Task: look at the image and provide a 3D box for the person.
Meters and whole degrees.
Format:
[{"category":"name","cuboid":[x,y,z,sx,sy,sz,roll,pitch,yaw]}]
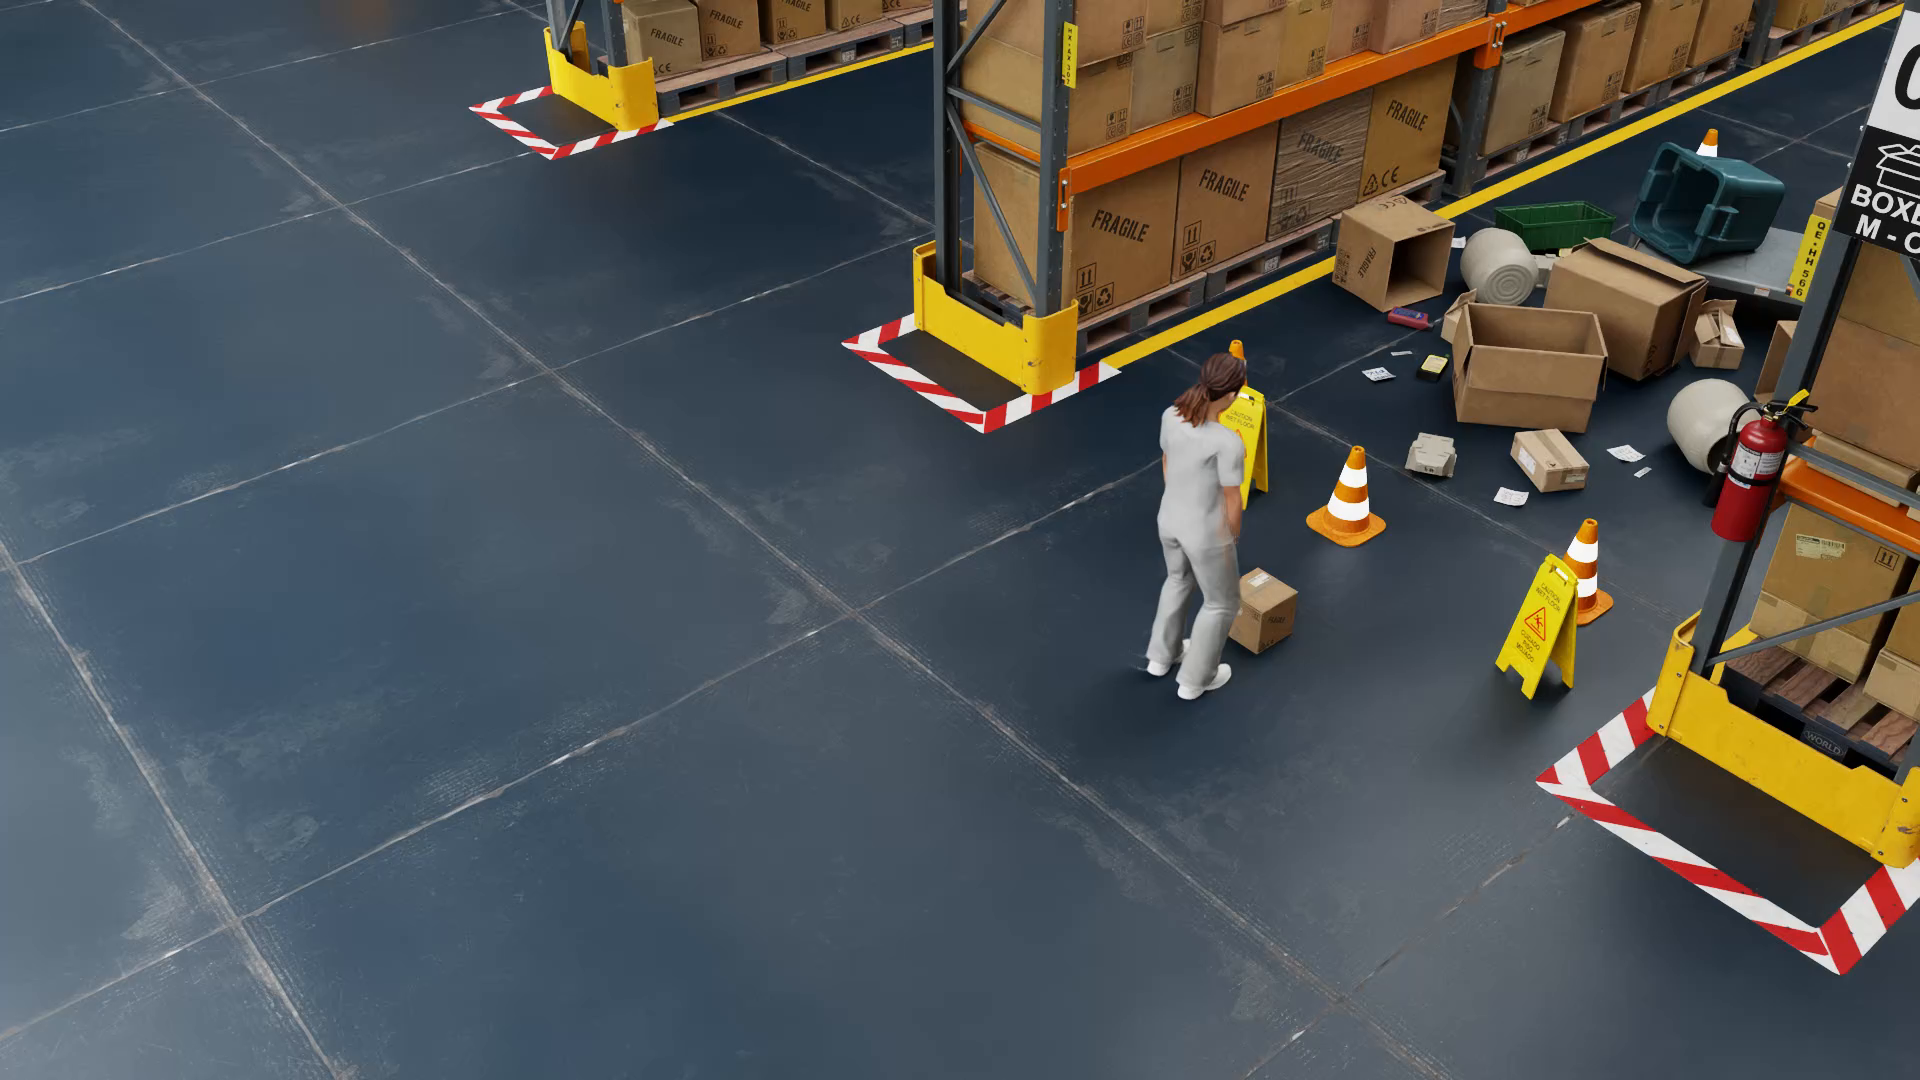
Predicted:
[{"category":"person","cuboid":[1.024,-0.058,7.186,0.347,1.654,0.453,-25,43,-30]}]
